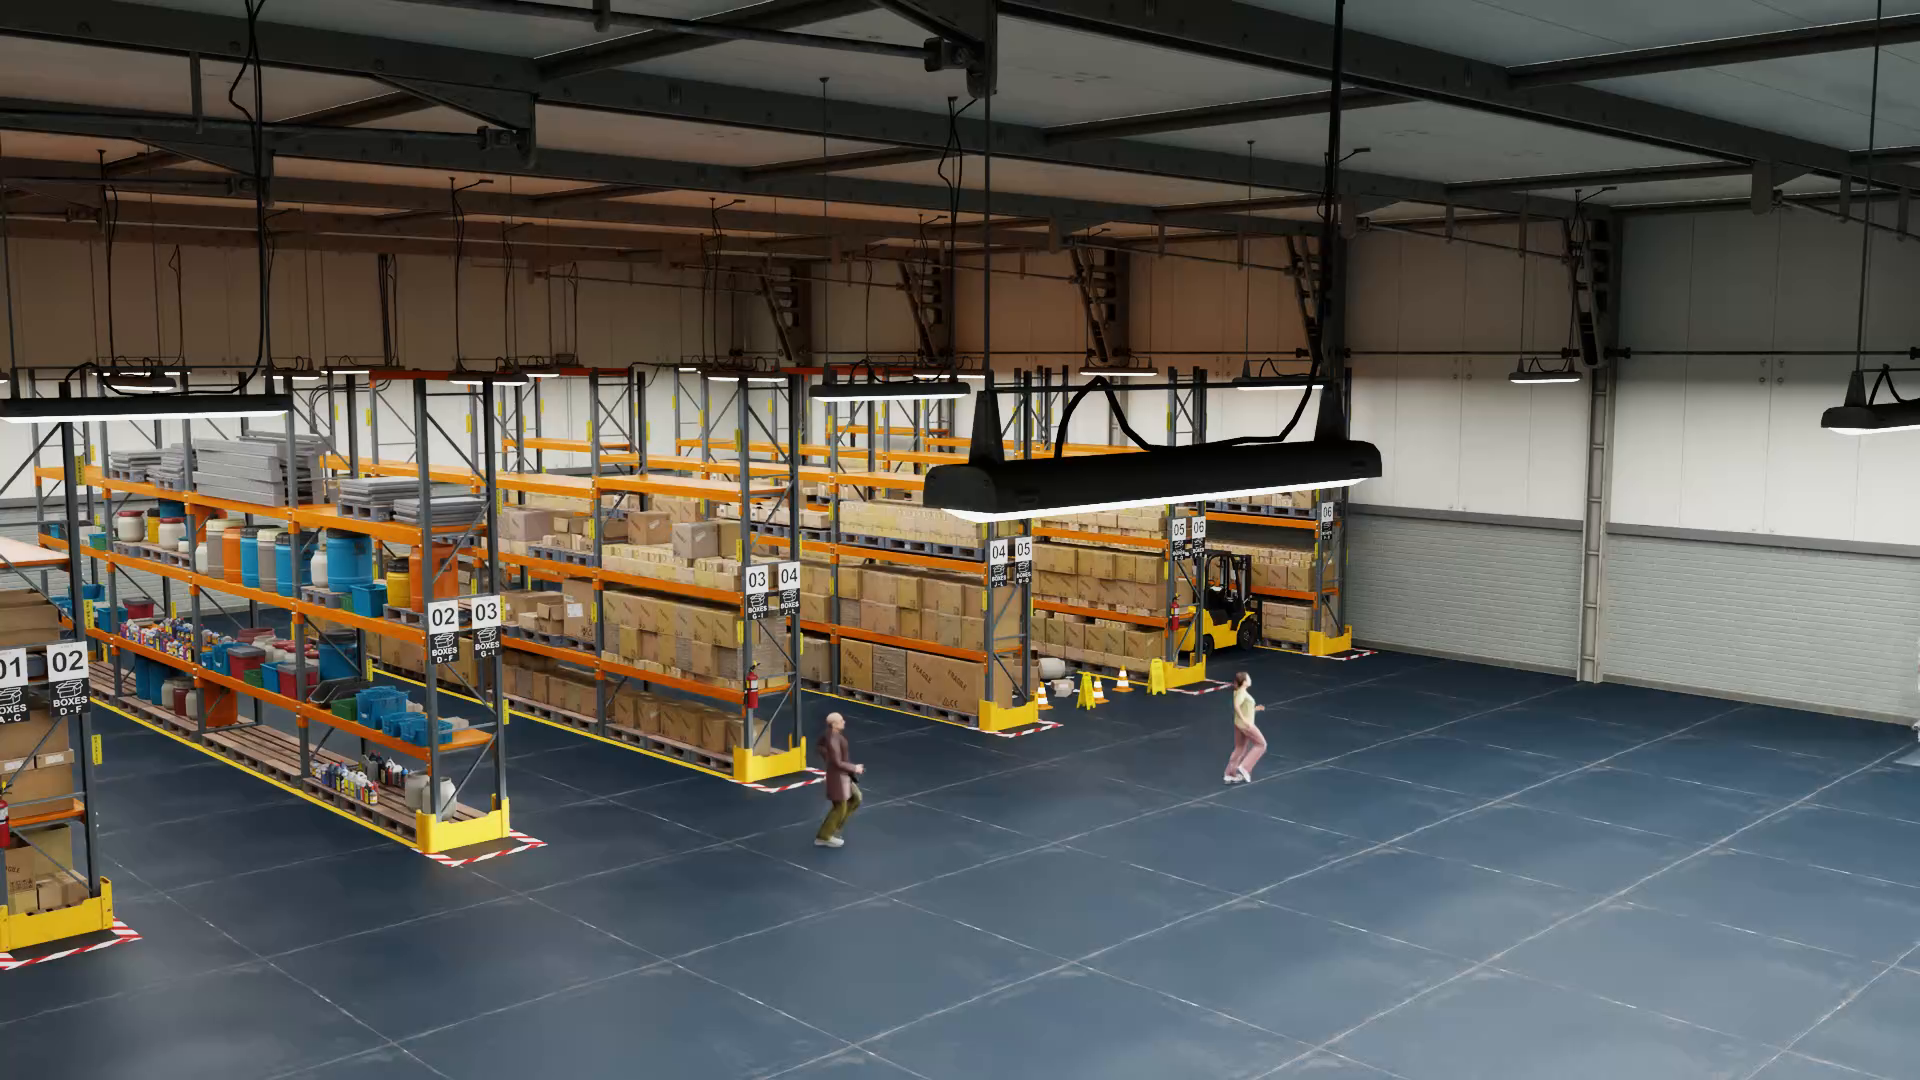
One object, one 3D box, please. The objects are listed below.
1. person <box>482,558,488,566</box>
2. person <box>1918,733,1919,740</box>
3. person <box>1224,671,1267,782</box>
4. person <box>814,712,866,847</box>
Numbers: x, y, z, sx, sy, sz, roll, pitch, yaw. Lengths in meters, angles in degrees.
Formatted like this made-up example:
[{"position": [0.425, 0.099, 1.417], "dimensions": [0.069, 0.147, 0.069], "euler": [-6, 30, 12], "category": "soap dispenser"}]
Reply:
[{"position": [-11.486, 1.062, 39.547], "dimensions": [0.583, 1.602, 0.570], "euler": [1, 7, 9], "category": "person"}, {"position": [15.867, 2.445, 26.797], "dimensions": [0.668, 1.836, 0.673], "euler": [2, 7, 20], "category": "person"}, {"position": [4.195, 2.741, 24.445], "dimensions": [0.634, 1.640, 0.550], "euler": [-2, 7, -14], "category": "person"}, {"position": [-1.549, 3.098, 21.358], "dimensions": [0.660, 1.655, 0.722], "euler": [-1, 7, -10], "category": "person"}]
